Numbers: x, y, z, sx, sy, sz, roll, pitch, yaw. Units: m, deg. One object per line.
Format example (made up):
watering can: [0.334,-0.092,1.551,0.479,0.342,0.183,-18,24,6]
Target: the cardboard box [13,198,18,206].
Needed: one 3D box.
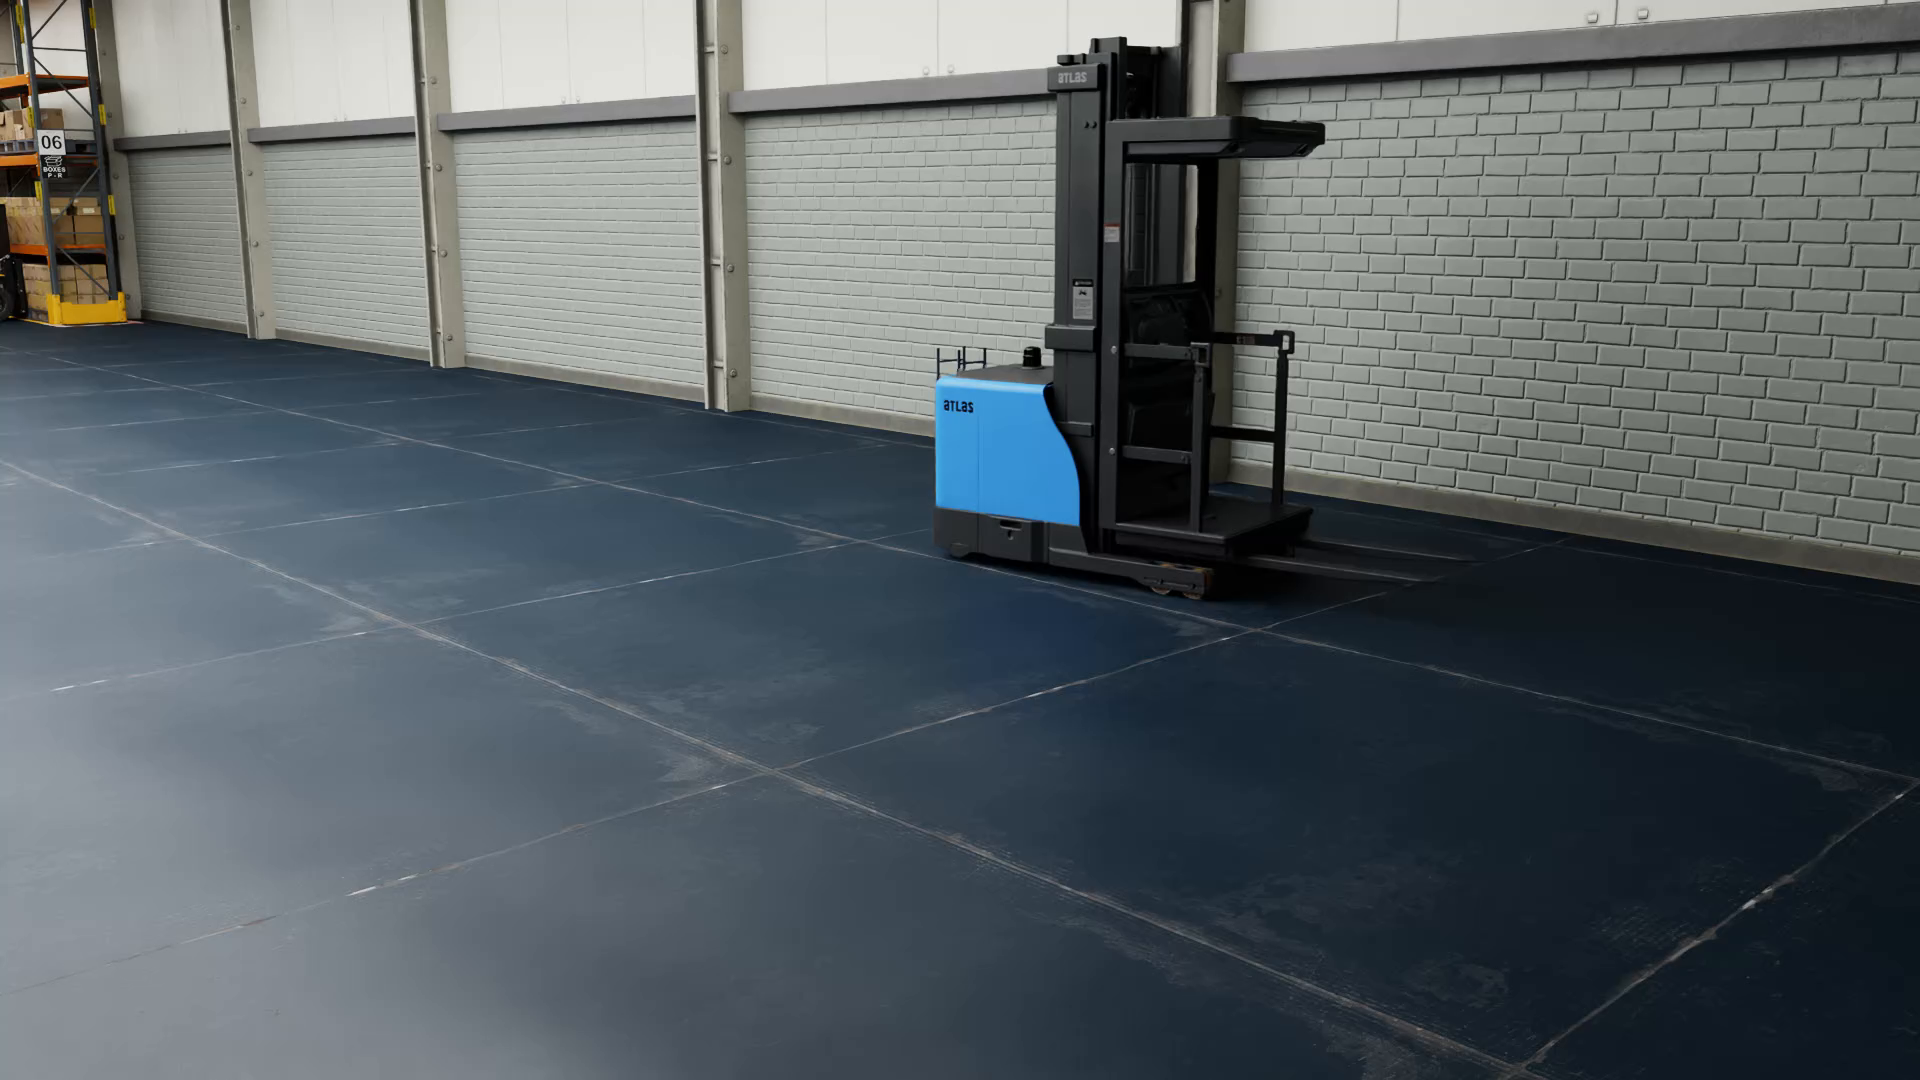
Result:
cardboard box: [-16.302,-5.907,29.054,0.380,0.149,0.250,-10,16,-41]

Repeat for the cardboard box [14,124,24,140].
cardboard box: [-15.916,-6.973,28.432,0.396,0.266,0.258,-11,16,-42]

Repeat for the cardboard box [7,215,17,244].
cardboard box: [-16.539,-5.507,29.459,0.500,0.500,0.500,-11,16,-42]

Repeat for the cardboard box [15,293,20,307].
cardboard box: [-16.552,-4.303,29.639,0.500,0.250,0.500,-10,15,-41]

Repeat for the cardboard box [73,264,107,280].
cardboard box: [-15.144,-4.644,28.815,0.500,0.250,0.500,-11,16,-43]

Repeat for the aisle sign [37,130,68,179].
aisle sign: [-15.116,-6.422,27.705,0.394,0.787,0.004,-11,16,-43]

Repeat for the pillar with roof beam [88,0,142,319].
pillar with roof beam: [-17.891,-7.765,25.798,9.100,9.000,0.400,-11,16,-43]

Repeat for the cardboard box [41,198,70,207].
cardboard box: [-15.348,-5.734,28.218,0.380,0.149,0.250,-11,16,-42]

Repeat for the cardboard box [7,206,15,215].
cardboard box: [-16.628,-5.838,29.458,0.380,0.149,0.250,-11,16,-44]

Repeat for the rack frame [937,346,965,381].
rack frame: [-0.054,-0.599,10.345,0.240,1.200,0.006,-11,16,-43]

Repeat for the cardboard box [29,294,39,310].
cardboard box: [-15.838,-4.156,28.925,0.500,0.250,0.500,-11,16,-43]

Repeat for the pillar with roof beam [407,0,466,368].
pillar with roof beam: [-9.604,-6.013,17.298,9.100,9.000,0.400,-11,16,-43]

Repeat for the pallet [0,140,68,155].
pallet: [-16.265,-6.910,29.301,1.003,0.211,1.213,-11,16,-43]

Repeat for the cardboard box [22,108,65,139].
cardboard box: [-15.431,-7.002,27.996,0.500,0.500,0.500,-10,15,-41]

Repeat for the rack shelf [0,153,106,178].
rack shelf: [-16.330,-6.608,29.399,1.077,0.370,4.000,-11,16,-43]

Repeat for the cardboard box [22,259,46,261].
cardboard box: [-17.231,-5.087,30.962,0.500,0.250,0.500,-10,16,-41]

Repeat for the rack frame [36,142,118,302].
rack frame: [-14.949,-5.199,28.212,1.000,3.000,0.127,-11,16,-43]

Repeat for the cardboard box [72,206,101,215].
cardboard box: [-14.995,-5.651,28.553,0.250,0.149,0.380,11,16,44]

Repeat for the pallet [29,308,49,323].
pallet: [-15.507,-3.939,29.007,1.003,0.211,1.213,-11,16,-43]

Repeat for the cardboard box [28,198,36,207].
cardboard box: [-15.741,-5.800,28.539,0.380,0.149,0.250,-10,16,-41]

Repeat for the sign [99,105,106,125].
sign: [-14.543,-7.211,28.185,0.100,0.325,0.005,-11,16,-43]

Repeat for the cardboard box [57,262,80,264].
cardboard box: [-15.829,-4.791,29.528,0.500,0.250,0.500,-11,16,-43]

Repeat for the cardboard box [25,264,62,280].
cardboard box: [-15.849,-4.645,28.820,0.500,0.250,0.500,-11,16,-42]

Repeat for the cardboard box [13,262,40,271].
cardboard box: [-16.549,-4.792,29.534,0.500,0.250,0.500,-11,16,-44]

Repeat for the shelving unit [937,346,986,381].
shelving unit: [0.010,-0.586,10.281,0.258,1.200,0.189,-11,16,-43]

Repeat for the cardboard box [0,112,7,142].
cardboard box: [-16.442,-7.258,29.229,0.797,0.503,0.637,-10,15,-41]

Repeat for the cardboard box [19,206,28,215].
cardboard box: [-16.105,-5.727,28.920,0.250,0.149,0.380,11,16,43]

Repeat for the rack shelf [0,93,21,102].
rack shelf: [-19.092,-8.465,31.970,1.077,0.370,4.000,-11,16,-43]

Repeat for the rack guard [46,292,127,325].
rack guard: [-14.932,-3.971,28.448,1.175,0.500,0.348,-11,16,-43]

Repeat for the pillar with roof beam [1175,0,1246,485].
pillar with roof beam: [-1.317,-4.262,8.797,9.100,9.000,0.400,-11,16,-43]

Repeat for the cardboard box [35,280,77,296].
cardboard box: [-15.511,-4.330,28.530,0.500,0.250,0.500,-11,16,-43]

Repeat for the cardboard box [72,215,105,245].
cardboard box: [-15.090,-5.359,28.741,0.500,0.500,0.500,-10,15,-41]

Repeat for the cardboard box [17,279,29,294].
cardboard box: [-16.221,-4.477,29.244,0.500,0.250,0.500,-11,16,-44]

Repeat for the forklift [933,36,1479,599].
forklift: [1.331,-1.240,9.165,3.031,2.935,1.130,8,14,35]

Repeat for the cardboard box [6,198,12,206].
cardboard box: [-16.758,-6.030,29.655,0.380,0.149,0.250,-11,16,-43]

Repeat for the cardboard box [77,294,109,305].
cardboard box: [-15.146,-4.157,28.928,0.500,0.250,0.500,-11,16,-42]

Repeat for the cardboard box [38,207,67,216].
cardboard box: [-15.391,-5.577,28.193,0.380,0.149,0.250,-11,16,-42]

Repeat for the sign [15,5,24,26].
sign: [-15.351,-8.560,27.148,0.100,0.325,0.005,-11,16,-43]

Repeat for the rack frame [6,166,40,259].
rack frame: [-17.711,-5.783,31.046,1.000,3.000,0.127,-11,16,-43]

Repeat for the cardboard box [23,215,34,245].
cardboard box: [-15.830,-5.360,28.747,0.500,0.500,0.500,-10,15,-41]

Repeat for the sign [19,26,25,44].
sign: [-17.293,-9.330,30.688,0.100,0.325,0.005,-11,16,-43]
